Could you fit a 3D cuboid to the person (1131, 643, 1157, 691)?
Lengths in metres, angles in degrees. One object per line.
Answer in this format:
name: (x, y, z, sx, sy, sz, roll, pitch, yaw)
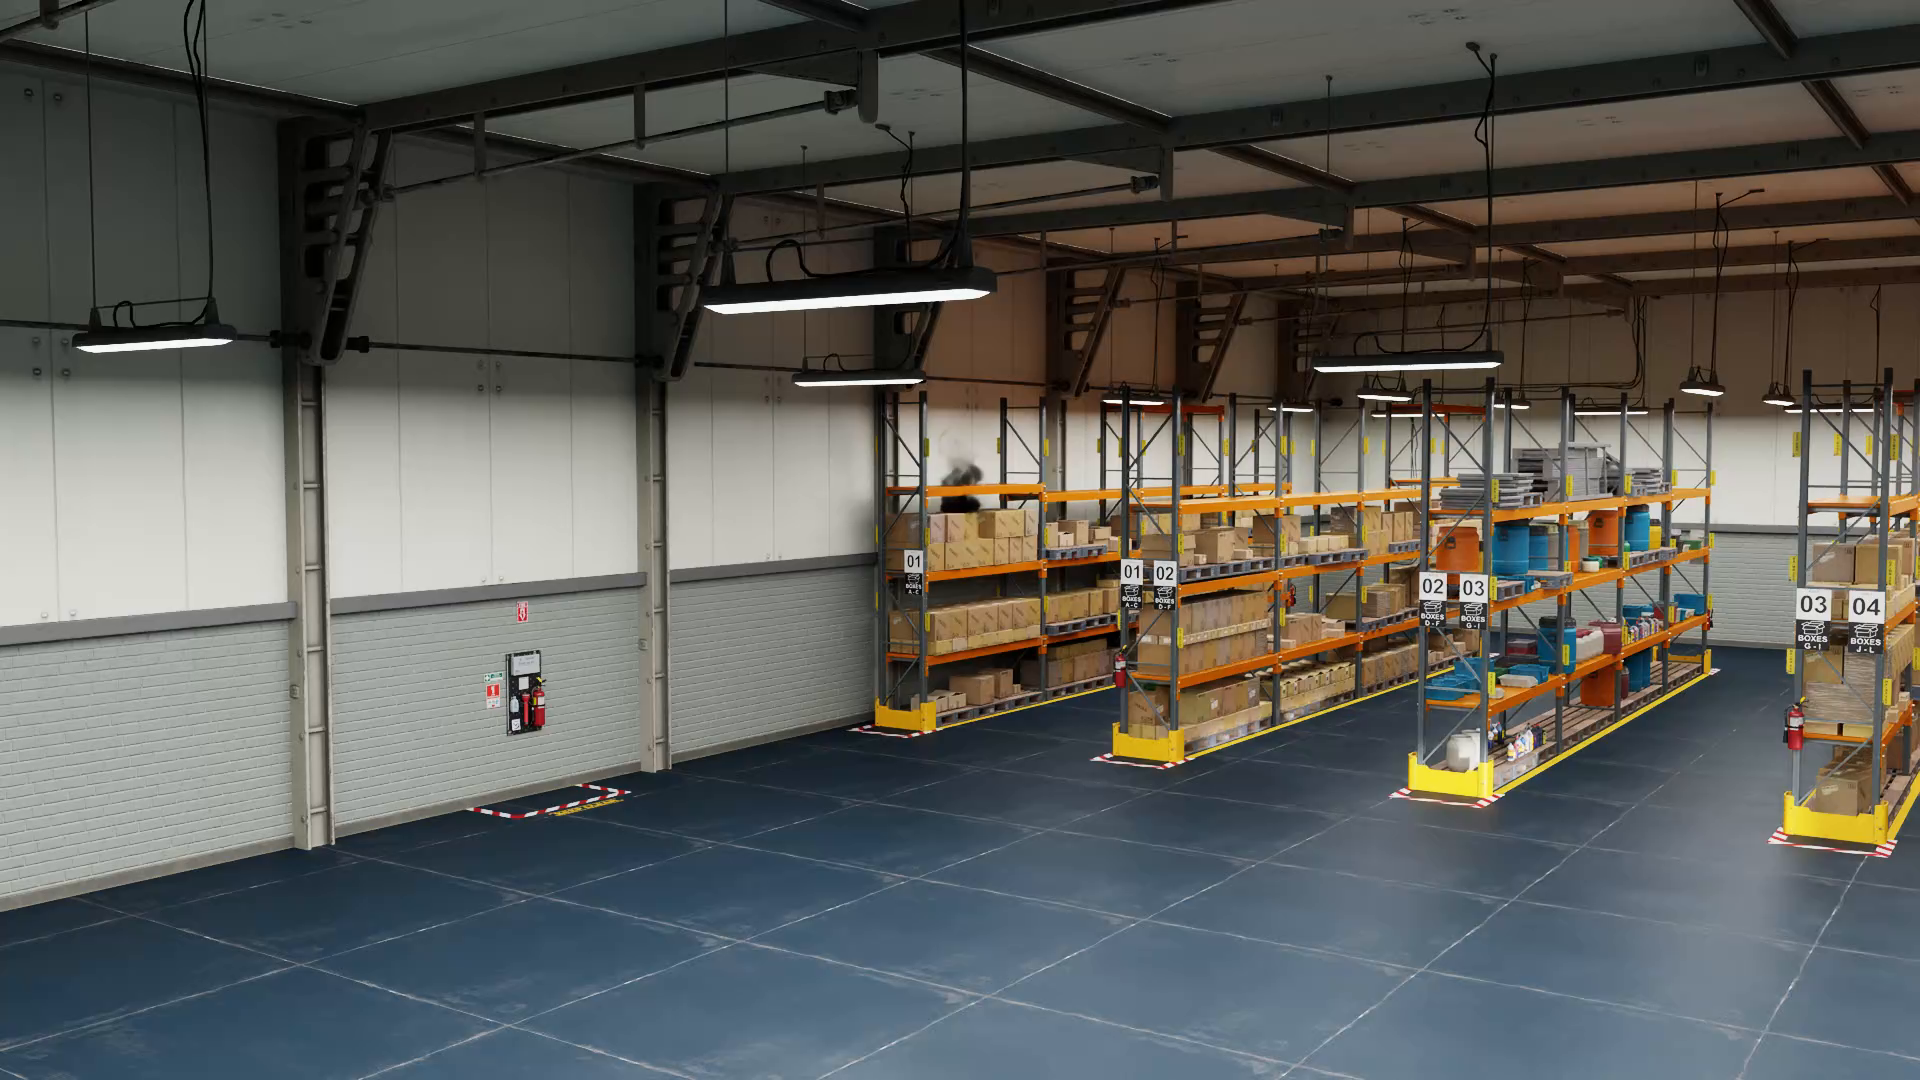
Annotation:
person: (3.392, 2.425, 30.164, 0.651, 1.795, 0.862, 2, 4, 38)
